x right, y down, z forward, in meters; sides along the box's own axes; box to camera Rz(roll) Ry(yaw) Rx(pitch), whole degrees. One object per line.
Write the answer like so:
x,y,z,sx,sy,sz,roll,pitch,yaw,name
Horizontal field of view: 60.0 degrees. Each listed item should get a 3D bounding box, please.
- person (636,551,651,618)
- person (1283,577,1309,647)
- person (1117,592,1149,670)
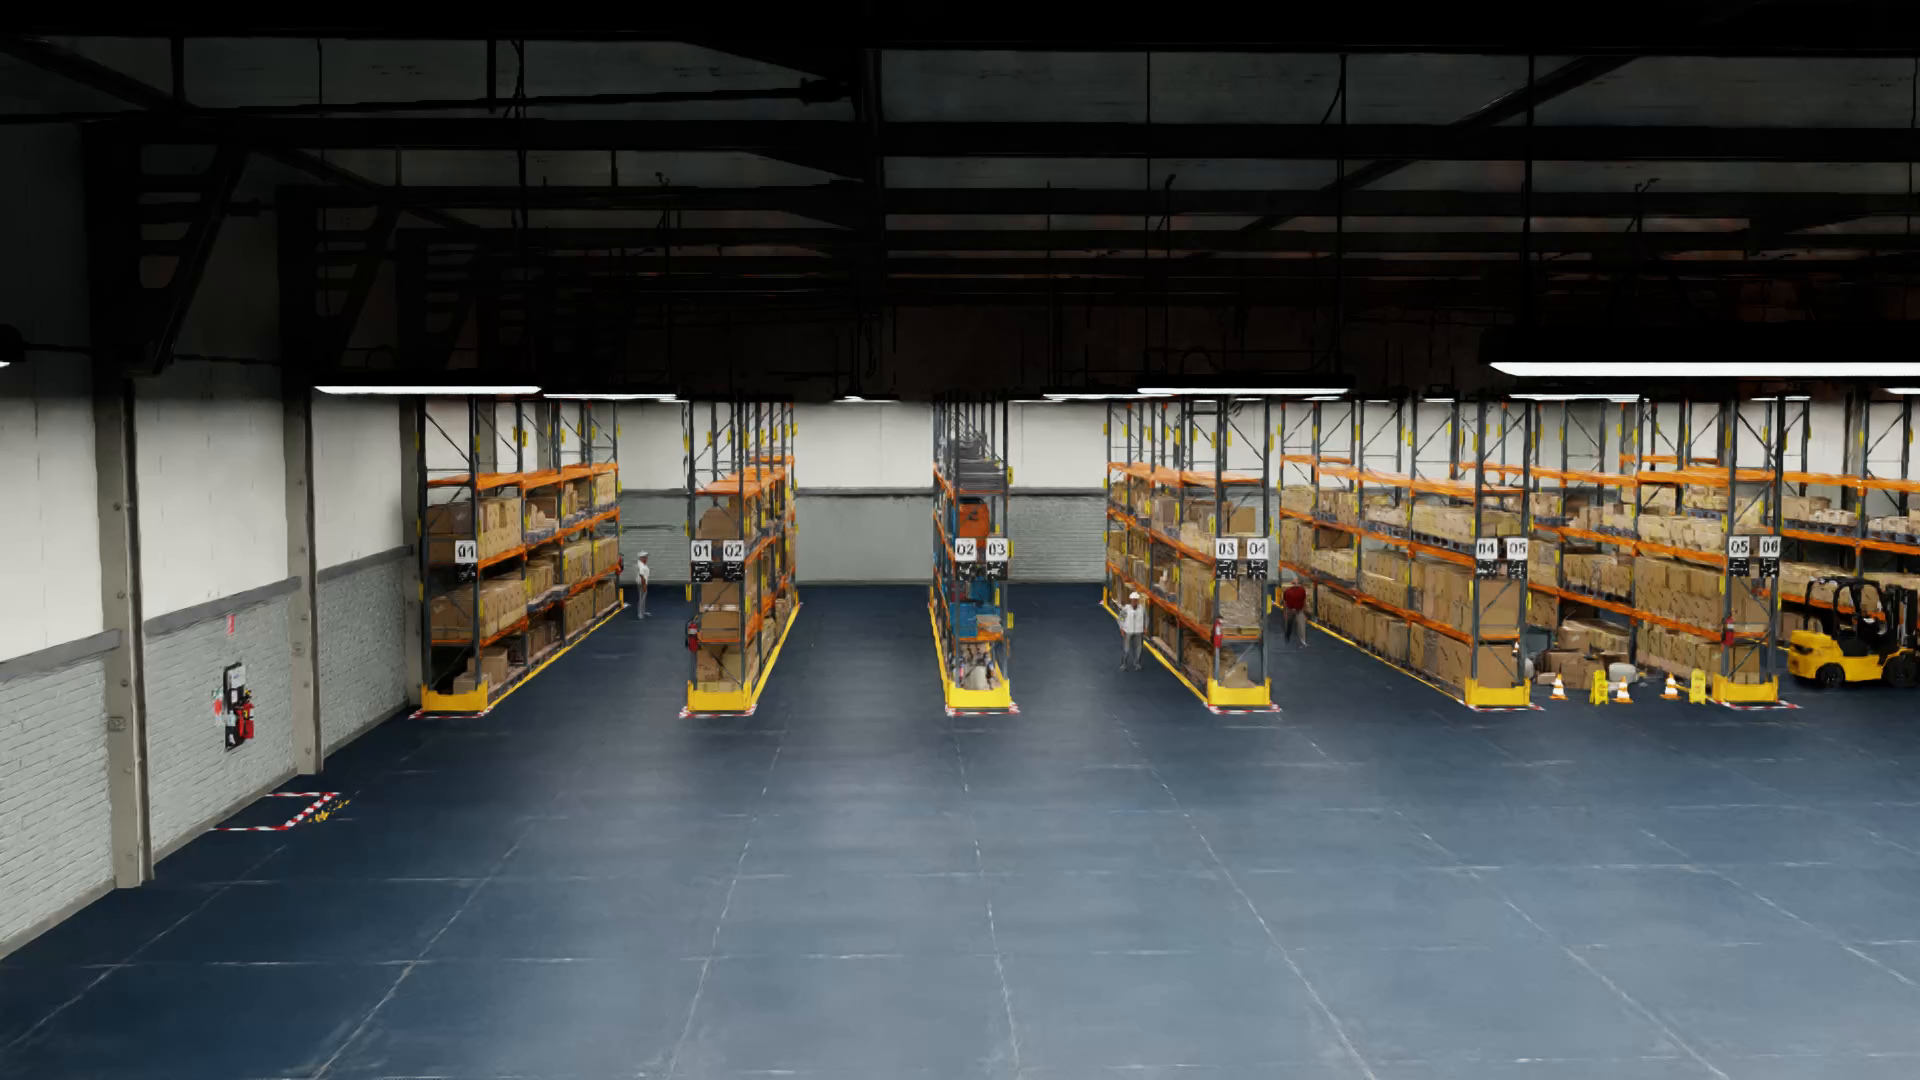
-8.505,1.176,44.671,0.387,1.772,0.703,-1,5,-11,person
7.901,1.681,39.296,0.542,1.645,1.126,0,5,0,person
3.725,1.955,35.746,0.677,1.726,0.574,0,5,-3,person
